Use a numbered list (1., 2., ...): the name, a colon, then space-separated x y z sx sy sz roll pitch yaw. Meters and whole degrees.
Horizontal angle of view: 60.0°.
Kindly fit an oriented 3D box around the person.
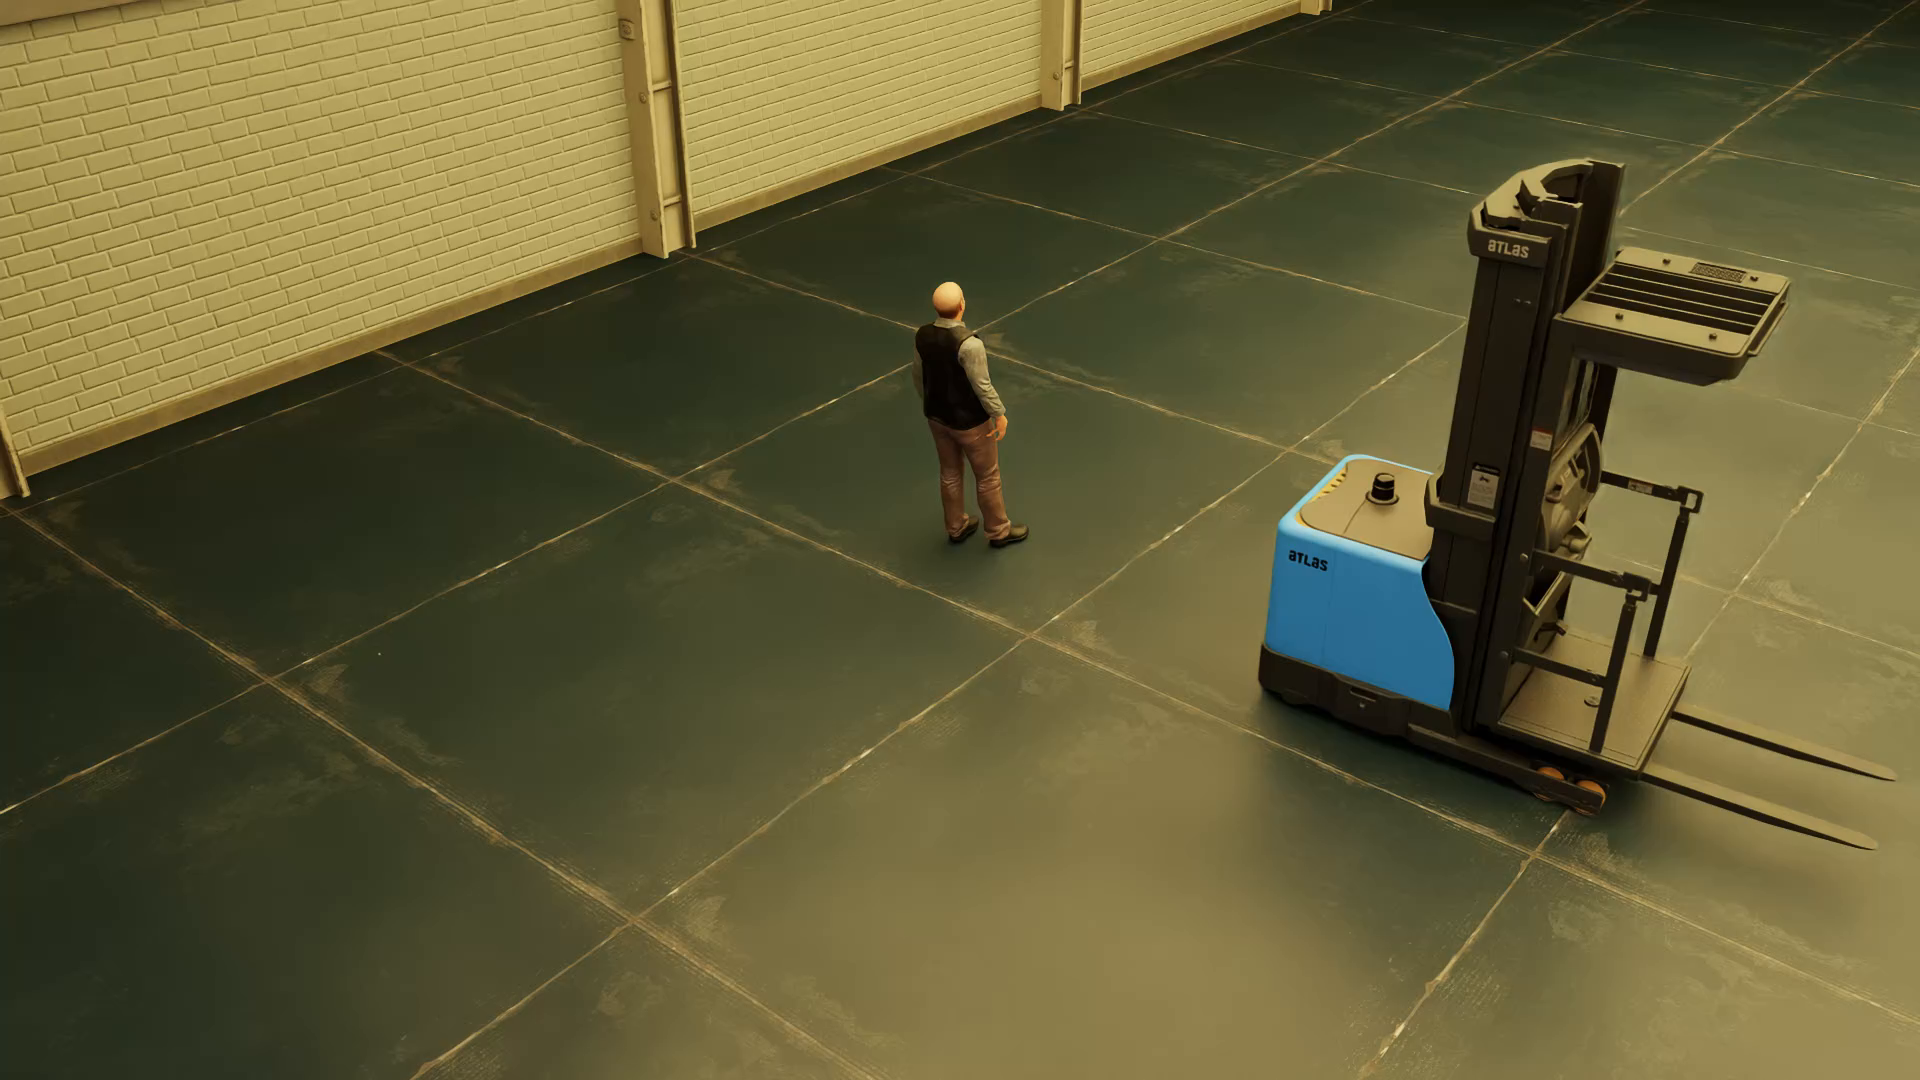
1. person: 0.045 -0.771 10.099 0.632 1.720 0.568 22 37 33

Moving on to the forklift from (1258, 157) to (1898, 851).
1. forklift: 3.130 -0.218 7.968 3.031 2.935 1.130 19 35 29
